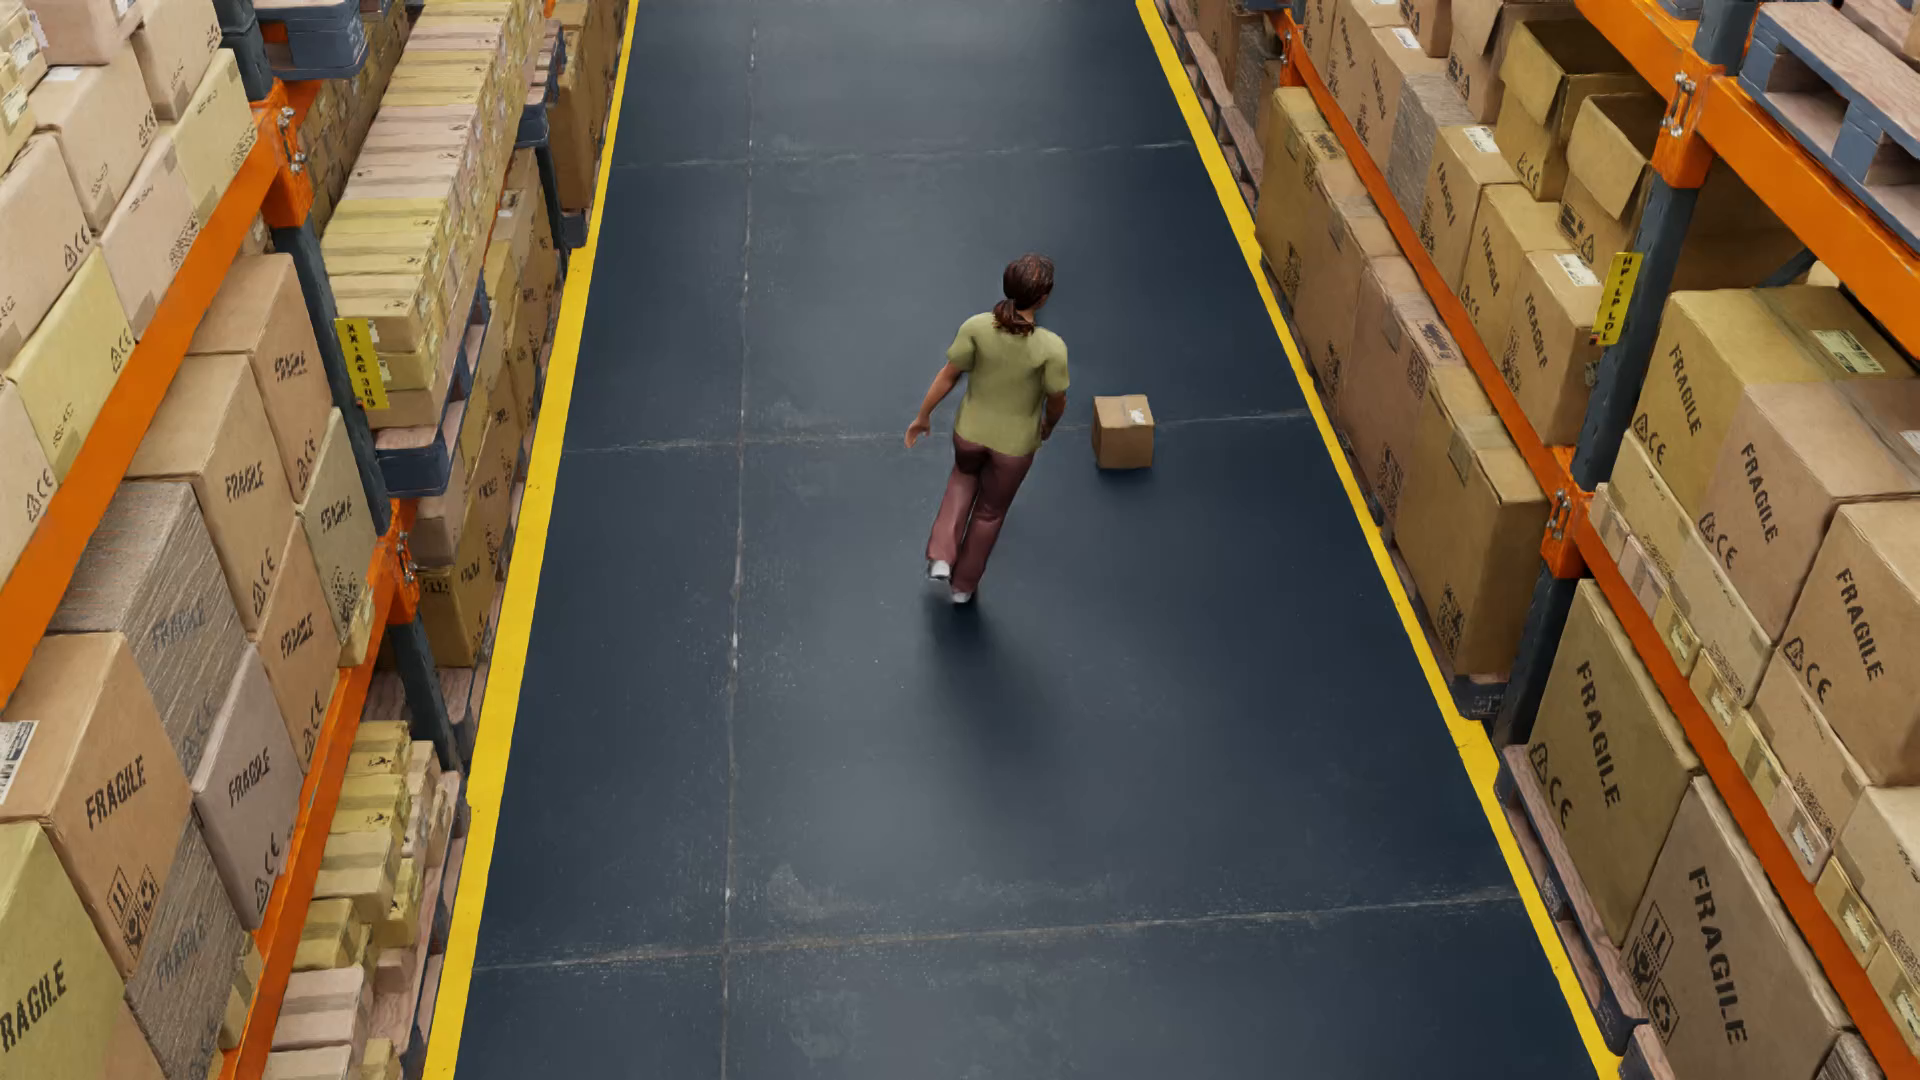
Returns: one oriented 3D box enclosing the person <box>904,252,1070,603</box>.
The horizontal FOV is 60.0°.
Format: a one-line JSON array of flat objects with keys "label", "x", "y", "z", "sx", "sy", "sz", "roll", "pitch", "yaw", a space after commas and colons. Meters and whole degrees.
[{"label": "person", "x": 0.123, "y": -0.431, "z": 6.658, "sx": 0.638, "sy": 1.649, "sz": 0.424, "roll": 13, "pitch": 41, "yaw": 15}]
